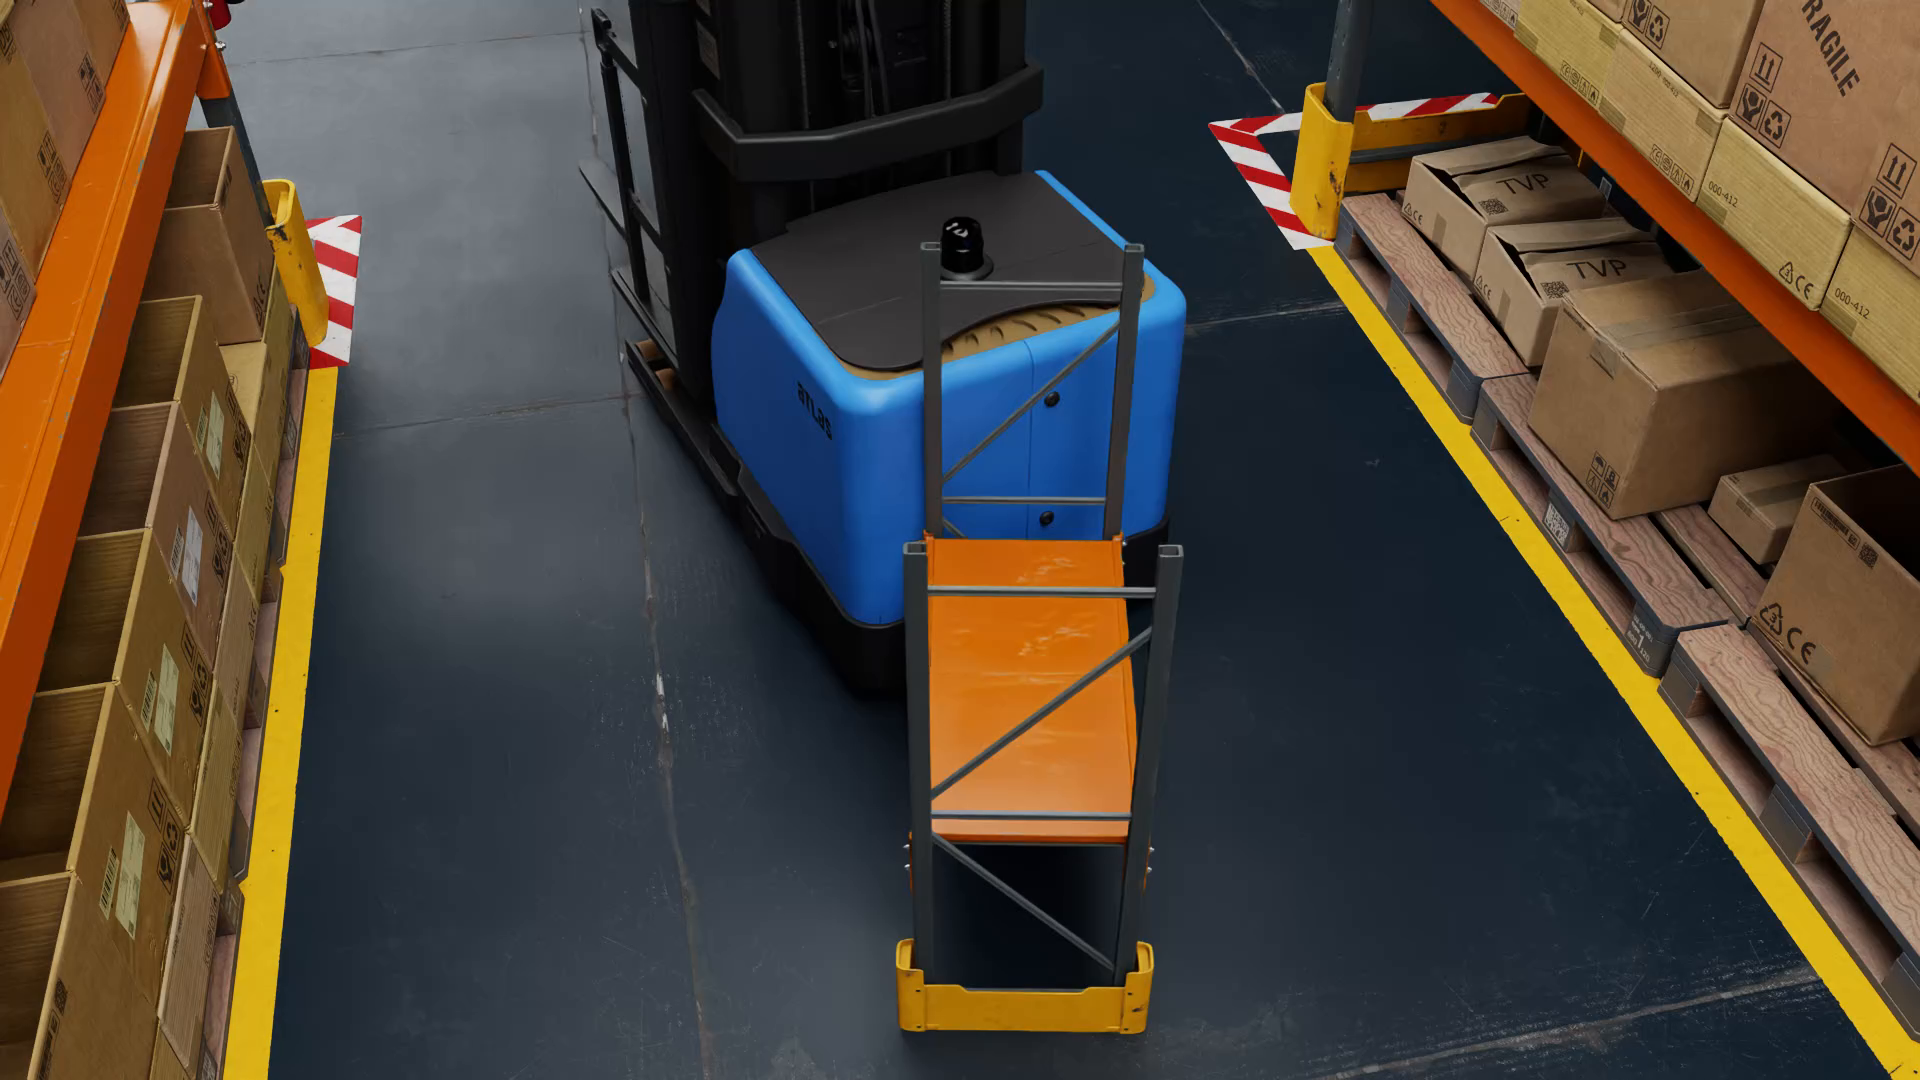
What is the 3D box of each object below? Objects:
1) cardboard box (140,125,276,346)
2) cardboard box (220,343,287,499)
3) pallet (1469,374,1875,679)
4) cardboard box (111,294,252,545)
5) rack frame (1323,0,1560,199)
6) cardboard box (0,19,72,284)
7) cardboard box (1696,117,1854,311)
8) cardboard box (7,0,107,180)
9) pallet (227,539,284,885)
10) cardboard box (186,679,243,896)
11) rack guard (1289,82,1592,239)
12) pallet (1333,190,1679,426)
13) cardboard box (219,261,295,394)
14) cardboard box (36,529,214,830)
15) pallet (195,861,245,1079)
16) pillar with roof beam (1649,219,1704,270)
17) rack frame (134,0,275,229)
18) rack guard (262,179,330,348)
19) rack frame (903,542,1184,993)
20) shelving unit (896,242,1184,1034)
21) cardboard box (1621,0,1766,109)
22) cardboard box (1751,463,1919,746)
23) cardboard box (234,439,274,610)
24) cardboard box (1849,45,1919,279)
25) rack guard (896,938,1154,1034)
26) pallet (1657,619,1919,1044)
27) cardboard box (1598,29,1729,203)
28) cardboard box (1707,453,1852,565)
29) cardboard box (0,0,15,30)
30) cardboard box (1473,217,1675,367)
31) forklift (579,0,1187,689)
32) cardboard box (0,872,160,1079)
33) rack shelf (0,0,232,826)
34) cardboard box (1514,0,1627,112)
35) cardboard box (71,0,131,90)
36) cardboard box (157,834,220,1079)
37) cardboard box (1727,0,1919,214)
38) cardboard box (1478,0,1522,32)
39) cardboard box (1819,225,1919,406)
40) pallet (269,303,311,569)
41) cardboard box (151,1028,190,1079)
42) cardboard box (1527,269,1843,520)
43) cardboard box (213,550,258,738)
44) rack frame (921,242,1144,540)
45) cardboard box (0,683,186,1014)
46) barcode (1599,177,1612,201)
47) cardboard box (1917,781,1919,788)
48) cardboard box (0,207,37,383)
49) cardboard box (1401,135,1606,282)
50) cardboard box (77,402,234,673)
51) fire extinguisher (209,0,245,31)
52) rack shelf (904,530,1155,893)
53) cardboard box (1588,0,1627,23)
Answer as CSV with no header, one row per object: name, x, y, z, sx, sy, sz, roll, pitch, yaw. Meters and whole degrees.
cardboard box,-2.505,-0.941,5.241,0.500,0.500,0.500,-8,42,-9
cardboard box,-2.387,-0.338,5.126,0.500,0.250,0.500,-8,42,-9
pallet,2.342,-0.136,5.245,1.003,0.211,1.213,-8,42,-9
cardboard box,-2.275,-0.295,4.513,0.500,0.500,0.500,-8,42,-9
rack frame,1.925,-2.549,5.862,1.000,3.000,0.127,-8,42,-9
cardboard box,-2.603,-0.908,3.938,0.700,0.500,0.500,-8,42,-9
cardboard box,2.167,-0.819,4.012,0.500,0.250,0.500,-9,42,-10
cardboard box,-2.705,-1.230,4.301,0.700,0.500,0.500,-7,42,-8
pallet,-2.445,0.485,4.545,1.003,0.211,1.213,-8,42,-9
cardboard box,-2.058,0.633,4.032,0.500,0.250,0.500,-8,42,-9
rack guard,1.941,-1.565,6.637,1.175,0.500,0.348,-8,42,-9
pallet,2.082,-0.926,6.134,1.003,0.211,1.213,-8,42,-9
cardboard box,-2.507,-0.661,5.490,0.500,0.250,0.500,-8,42,-9
cardboard box,-2.058,0.353,3.783,0.500,0.500,0.500,-8,42,-9
pallet,-2.178,1.277,3.652,1.003,0.211,1.213,-8,42,-9
pillar with roof beam,-1.283,-3.846,2.804,9.100,9.000,0.400,-8,42,-9
rack frame,-2.911,-1.837,5.060,1.000,3.000,0.127,-8,42,-9
rack guard,-2.916,-0.918,5.907,1.175,0.500,0.348,-8,42,-9
rack frame,0.148,0.578,3.469,0.500,1.500,0.032,1,42,1
shelving unit,0.155,0.246,3.843,0.587,1.500,1.083,1,42,1
cardboard box,2.060,-1.438,4.144,0.500,0.500,0.500,-7,42,-8
cardboard box,2.525,0.147,4.377,0.500,0.500,0.500,-11,43,-12
cardboard box,-2.277,-0.014,4.762,0.500,0.250,0.500,-8,42,-9
cardboard box,2.271,-0.773,3.395,0.500,0.500,0.500,-9,42,-10
rack guard,0.148,1.044,3.885,0.587,0.250,0.087,1,42,1
pallet,2.609,0.656,4.352,1.003,0.211,1.213,-8,42,-9
cardboard box,2.057,-1.145,4.379,0.500,0.250,0.500,-8,42,-9
cardboard box,2.463,-0.094,4.913,0.380,0.149,0.250,-12,43,-13
cardboard box,-2.420,-1.228,3.810,0.380,0.149,0.250,-7,42,-8
cardboard box,2.110,-0.877,5.673,0.500,0.311,0.500,-5,42,-6
forklift,-0.514,-1.650,4.901,1.130,2.935,3.031,-19,45,-20
cardboard box,-1.842,1.001,3.053,0.500,0.500,0.500,-8,42,-9
rack shelf,-2.479,-0.272,3.838,1.077,0.370,4.000,-8,42,-9
cardboard box,1.951,-1.473,4.748,0.500,0.250,0.500,-9,42,-10
cardboard box,-2.823,-1.570,4.684,0.700,0.500,0.500,-8,42,-9
cardboard box,-1.955,0.958,3.666,0.500,0.250,0.500,-8,42,-9
cardboard box,2.173,-1.101,3.764,0.500,0.500,0.500,-9,42,-11
cardboard box,1.846,-1.804,5.121,0.500,0.250,0.500,-10,42,-11
cardboard box,2.291,-0.496,3.647,0.500,0.250,0.500,-8,42,-9
pallet,-2.705,-0.305,5.434,1.003,0.211,1.213,-8,42,-9
cardboard box,-1.852,1.283,3.300,0.500,0.250,0.500,-8,42,-9
cardboard box,2.219,-0.465,5.066,0.700,0.500,0.500,-11,43,-12
cardboard box,-2.171,0.310,4.396,0.500,0.250,0.500,-8,42,-9
rack frame,0.163,-0.097,4.230,0.500,1.500,0.032,1,42,1
cardboard box,-1.958,0.678,3.417,0.500,0.500,0.500,-8,42,-9
barcode,2.381,-1.296,6.137,0.001,0.075,0.075,-8,42,-9
cardboard box,2.644,0.596,4.122,0.380,0.166,0.250,-14,43,-15
cardboard box,-2.486,-0.567,3.554,0.700,0.500,0.500,-7,42,-8
cardboard box,1.987,-1.247,6.089,0.500,0.311,0.500,-13,43,-14
cardboard box,-2.168,0.029,4.148,0.500,0.500,0.500,-8,42,-9
fire extinguisher,-2.483,-1.951,5.247,0.296,0.674,0.183,-8,42,-9
rack shelf,0.155,0.375,3.969,0.538,0.185,1.000,1,42,1
cardboard box,1.937,-1.771,4.519,0.500,0.500,0.500,-10,42,-11
